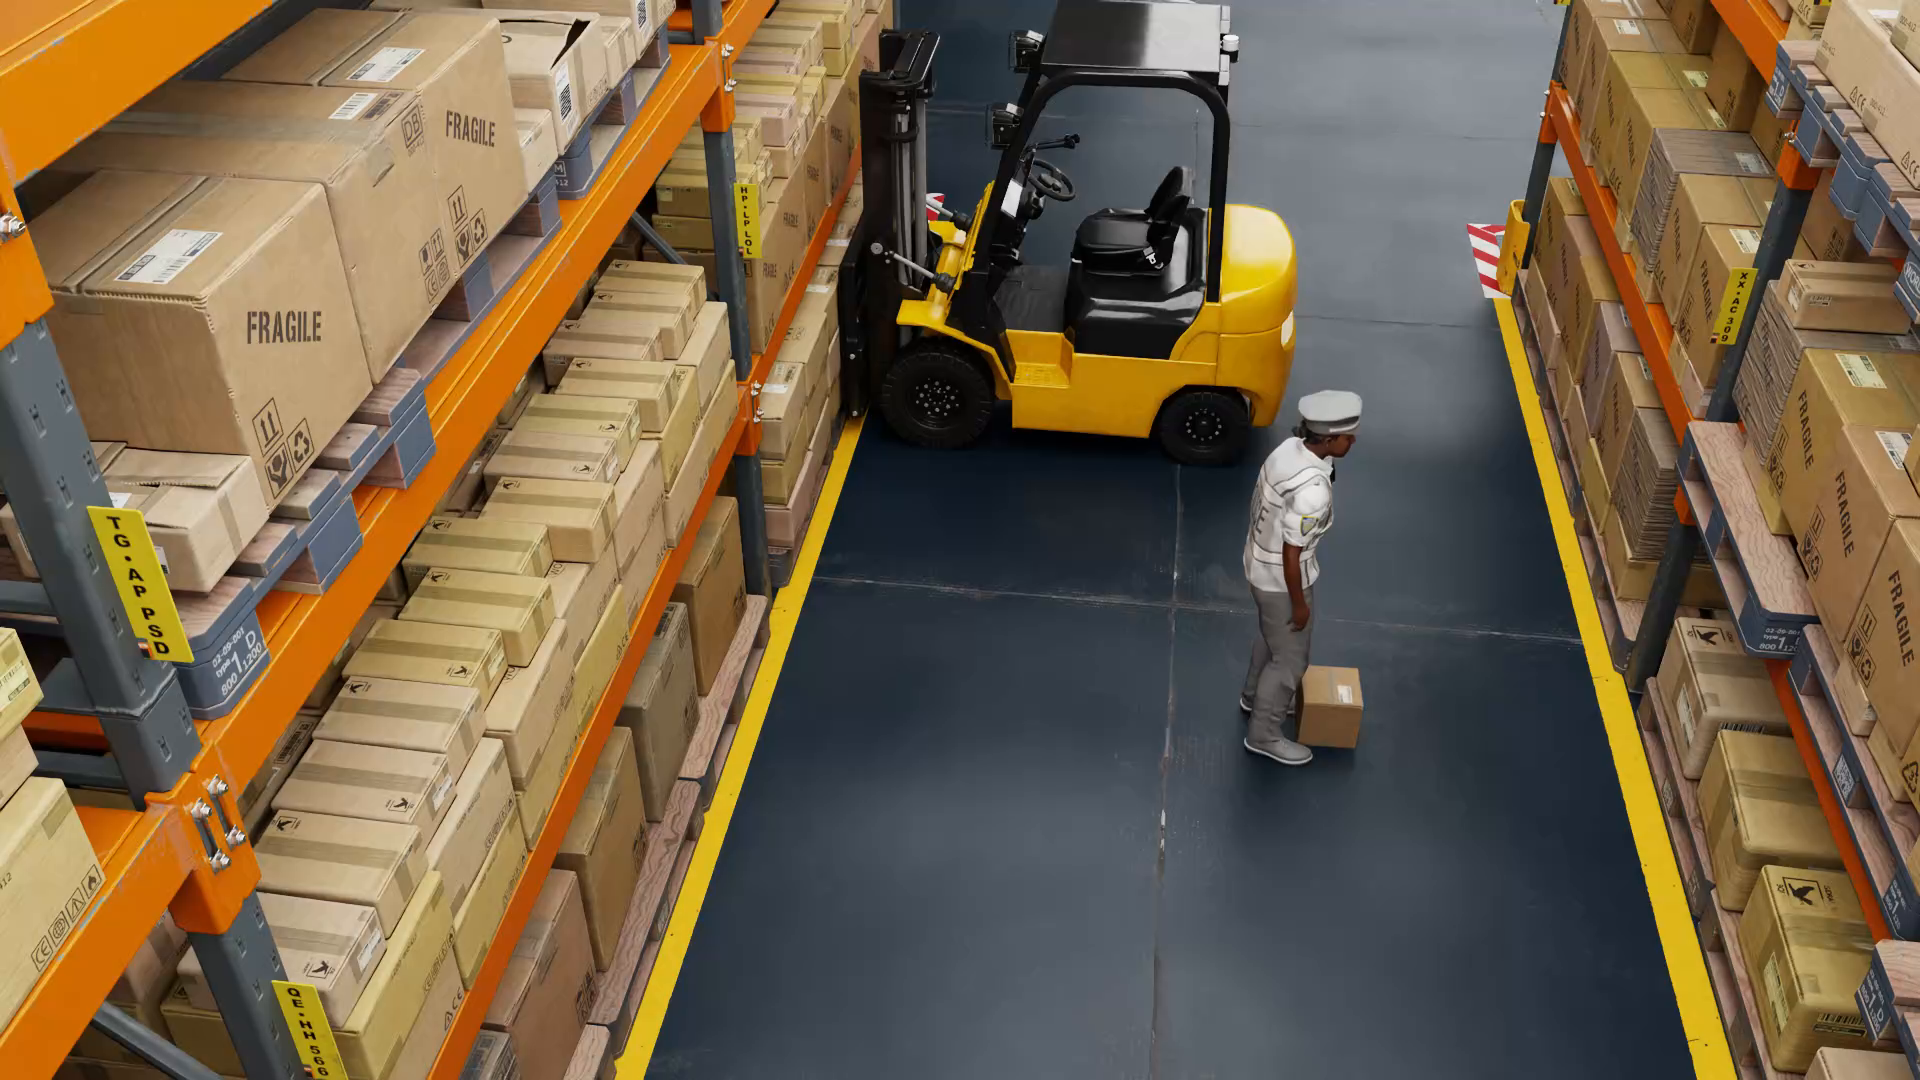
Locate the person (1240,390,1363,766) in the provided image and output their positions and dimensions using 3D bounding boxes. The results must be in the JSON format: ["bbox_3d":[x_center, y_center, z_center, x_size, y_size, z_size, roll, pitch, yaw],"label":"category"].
[{"bbox_3d":[1.364,0.148,6.840,0.395,1.656,0.521,3,36,3],"label":"person"}]
